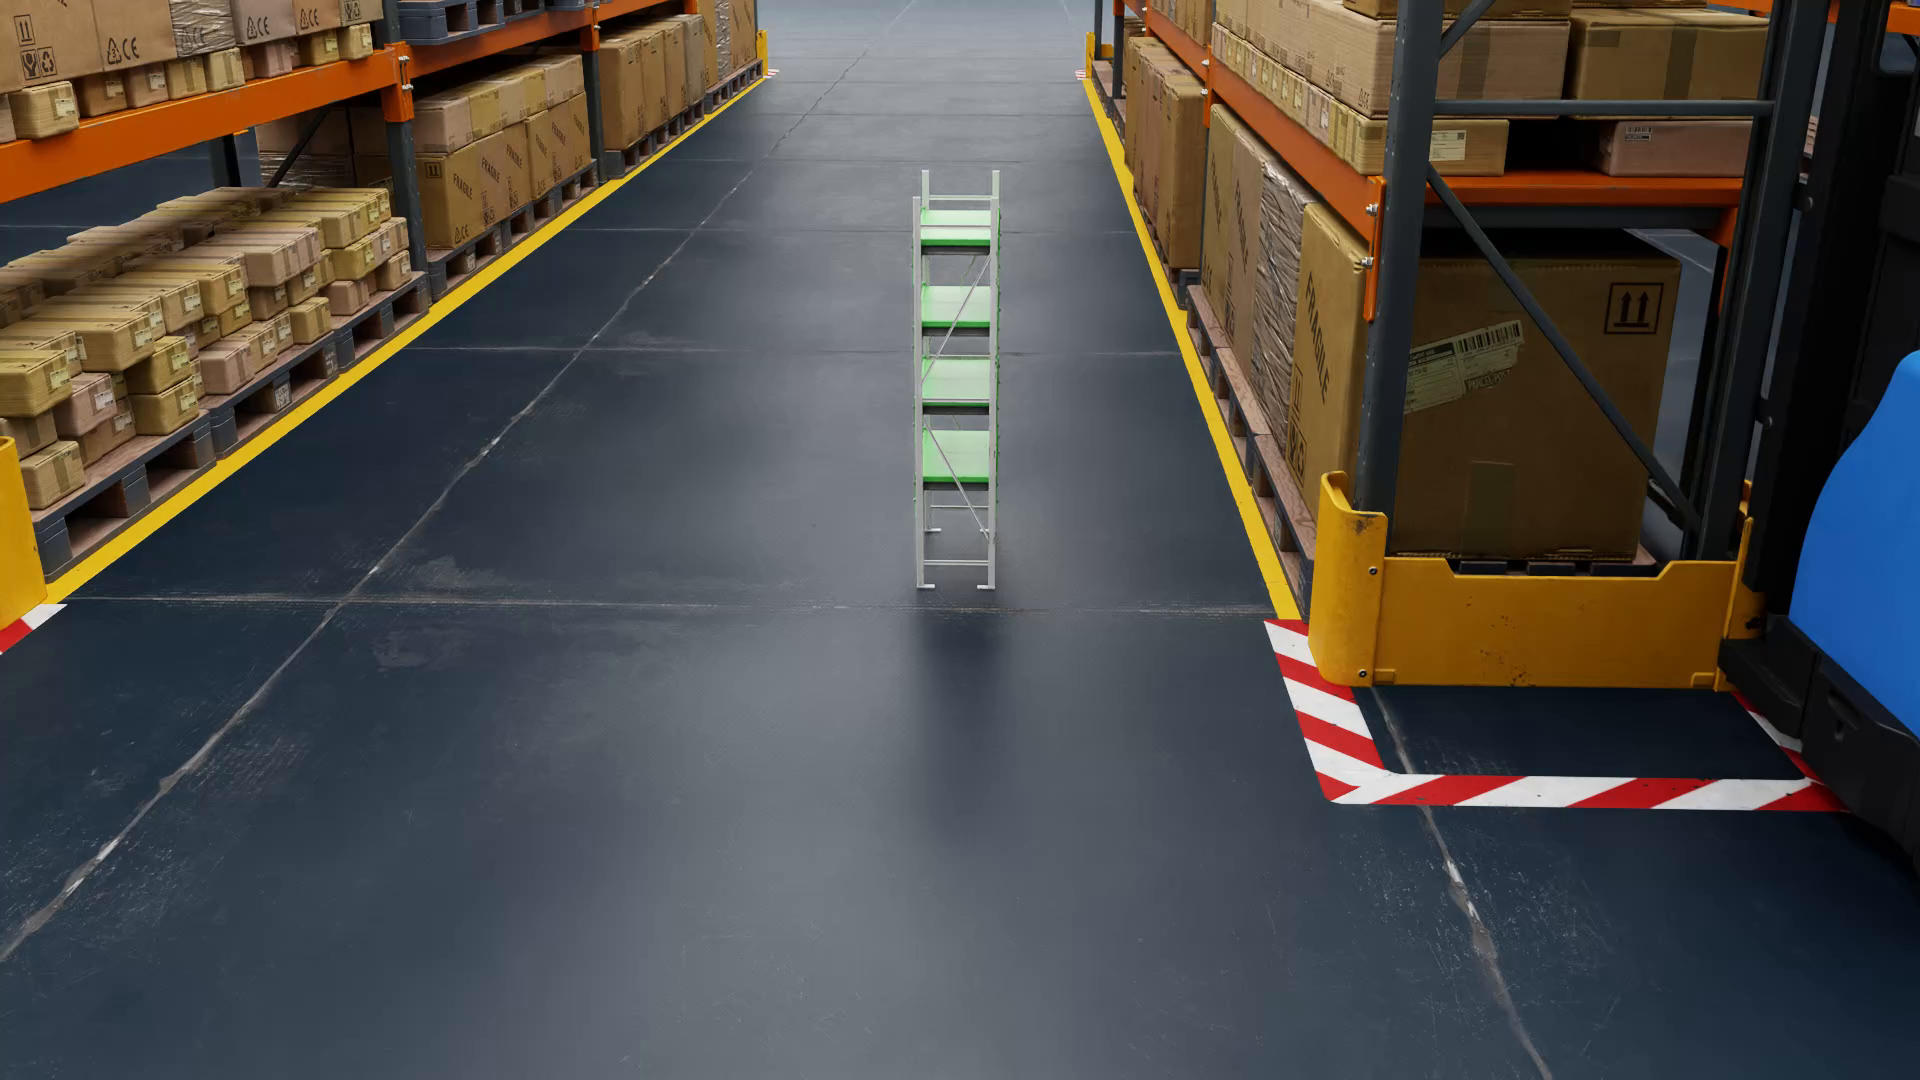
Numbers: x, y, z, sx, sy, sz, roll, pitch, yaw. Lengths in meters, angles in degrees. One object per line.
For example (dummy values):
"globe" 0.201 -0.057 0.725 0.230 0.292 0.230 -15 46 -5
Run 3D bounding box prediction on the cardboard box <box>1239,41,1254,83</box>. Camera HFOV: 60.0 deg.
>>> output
"cardboard box" 1.331 -1.914 6.662 0.380 0.149 0.250 0 21 1

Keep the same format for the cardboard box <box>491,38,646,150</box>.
"cardboard box" -3.023 -3.416 12.715 1.050 0.750 0.750 0 21 1

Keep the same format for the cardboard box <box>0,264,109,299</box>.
"cardboard box" -3.523 -0.965 6.408 0.380 0.149 0.250 0 21 0

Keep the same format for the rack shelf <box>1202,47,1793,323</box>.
"rack shelf" 1.641 -1.454 6.123 1.077 0.370 4.000 1 21 2

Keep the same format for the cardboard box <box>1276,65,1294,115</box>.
"cardboard box" 1.299 -1.544 5.710 0.380 0.149 0.250 1 21 2

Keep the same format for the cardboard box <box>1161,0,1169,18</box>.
"cardboard box" 1.511 -3.461 10.163 0.500 0.500 0.500 0 21 1

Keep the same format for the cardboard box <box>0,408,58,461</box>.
"cardboard box" -3.102 -0.349 5.231 0.380 0.149 0.250 2 21 4

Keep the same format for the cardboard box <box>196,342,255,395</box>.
"cardboard box" -2.988 -0.669 6.466 0.380 0.149 0.250 0 21 -1

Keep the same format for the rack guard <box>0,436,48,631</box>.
"rack guard" -3.372 -0.019 4.887 1.175 0.500 0.348 1 21 2

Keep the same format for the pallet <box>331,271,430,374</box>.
"pallet" -3.238 -1.060 7.969 1.003 0.211 1.213 1 21 2

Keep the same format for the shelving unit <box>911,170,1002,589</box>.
"shelving unit" -0.005 -0.500 5.158 0.258 1.200 0.503 1 21 2

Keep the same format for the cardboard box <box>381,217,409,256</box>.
"cardboard box" -2.945 -1.491 8.175 0.380 0.149 0.250 1 21 3

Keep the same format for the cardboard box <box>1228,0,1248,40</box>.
"cardboard box" 1.405 -2.234 6.937 0.500 0.250 0.500 1 21 1

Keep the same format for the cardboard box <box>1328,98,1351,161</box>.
"cardboard box" 1.268 -1.175 4.758 0.380 0.149 0.250 1 21 2

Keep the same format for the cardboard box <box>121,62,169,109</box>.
"cardboard box" -3.070 -1.625 5.916 0.380 0.149 0.250 0 21 1

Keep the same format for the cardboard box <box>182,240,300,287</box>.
"cardboard box" -2.970 -1.144 6.867 0.380 0.149 0.250 0 21 0

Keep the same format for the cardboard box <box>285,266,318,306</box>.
"cardboard box" -3.025 -1.114 7.203 0.380 0.149 0.250 1 21 3

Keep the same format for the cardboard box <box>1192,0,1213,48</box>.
"cardboard box" 1.443 -2.731 8.282 0.500 0.500 0.500 1 21 2

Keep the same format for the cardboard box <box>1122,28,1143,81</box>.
"cardboard box" 1.947 -5.012 17.174 0.500 0.500 0.500 -1 21 -3

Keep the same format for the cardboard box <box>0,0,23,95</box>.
"cardboard box" -3.085 -1.502 4.703 0.500 0.500 0.500 2 21 4

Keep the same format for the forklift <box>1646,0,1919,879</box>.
"forklift" 2.593 -1.040 4.157 1.130 2.935 3.031 0 21 1

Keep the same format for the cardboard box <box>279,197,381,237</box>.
"cardboard box" -2.972 -1.523 7.846 0.380 0.149 0.250 1 21 2

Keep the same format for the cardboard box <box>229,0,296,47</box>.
"cardboard box" -3.019 -2.243 6.614 0.500 0.500 0.500 1 21 1

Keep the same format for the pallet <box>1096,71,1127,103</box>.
"pallet" 1.964 -4.790 17.583 1.003 0.211 1.213 1 21 2

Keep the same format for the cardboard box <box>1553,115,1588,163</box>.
"cardboard box" 1.927 -1.166 4.736 0.380 0.149 0.250 0 21 1

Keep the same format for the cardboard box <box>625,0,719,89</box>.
"cardboard box" -2.921 -4.928 16.439 0.875 0.875 0.875 1 21 2

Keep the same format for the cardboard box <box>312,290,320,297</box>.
"cardboard box" -3.089 -1.041 7.427 0.380 0.149 0.250 0 21 0

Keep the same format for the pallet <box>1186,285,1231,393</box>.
"pallet" 1.600 -0.938 7.655 1.003 0.211 1.213 1 21 2

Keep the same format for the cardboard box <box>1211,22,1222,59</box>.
"cardboard box" 1.360 -2.292 7.636 0.380 0.149 0.250 1 21 2

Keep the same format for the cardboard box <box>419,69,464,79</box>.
"cardboard box" -3.438 -2.821 10.491 0.500 0.250 0.500 1 21 2

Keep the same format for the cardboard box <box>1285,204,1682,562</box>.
"cardboard box" 1.519 -0.503 5.037 0.875 0.875 0.875 1 21 2

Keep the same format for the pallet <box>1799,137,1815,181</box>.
"pallet" 6.836 -2.884 12.669 1.003 0.211 1.213 1 21 2

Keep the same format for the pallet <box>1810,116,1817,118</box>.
"pallet" 6.911 -3.766 14.943 1.003 0.211 1.213 1 21 2

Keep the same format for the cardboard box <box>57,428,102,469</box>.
"cardboard box" -3.113 -0.305 5.529 0.380 0.149 0.250 1 21 1

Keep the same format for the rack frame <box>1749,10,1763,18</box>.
"rack frame" 6.896 -5.350 15.171 1.000 3.000 0.127 1 21 2

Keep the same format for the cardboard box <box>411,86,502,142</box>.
"cardboard box" -2.953 -2.440 9.510 0.500 0.250 0.500 1 21 3

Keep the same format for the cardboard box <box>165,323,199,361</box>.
"cardboard box" -3.089 -0.725 6.201 0.380 0.149 0.250 0 21 -1

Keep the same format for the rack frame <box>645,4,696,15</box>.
"rack frame" -3.010 -5.496 15.547 1.000 3.000 0.127 1 21 2

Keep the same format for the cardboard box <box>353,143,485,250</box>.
"cardboard box" -2.965 -1.898 9.149 0.500 0.500 0.500 1 21 4

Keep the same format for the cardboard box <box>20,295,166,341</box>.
"cardboard box" -3.070 -0.768 5.900 0.380 0.149 0.250 0 21 -1

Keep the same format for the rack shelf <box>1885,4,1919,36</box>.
"rack shelf" 6.713 -2.845 9.710 1.077 0.370 4.000 1 21 2

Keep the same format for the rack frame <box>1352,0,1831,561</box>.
"rack frame" 1.580 -1.066 4.130 1.000 3.000 0.127 1 21 2

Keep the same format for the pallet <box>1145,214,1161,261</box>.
"pallet" 1.684 -1.934 10.222 1.003 0.211 1.213 1 21 2

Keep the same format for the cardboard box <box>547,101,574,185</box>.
"cardboard box" -2.910 -2.652 11.091 0.500 0.500 0.500 1 21 4

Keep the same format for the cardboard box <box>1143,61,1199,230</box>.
"cardboard box" 1.727 -2.272 9.595 1.225 0.875 0.875 0 21 0

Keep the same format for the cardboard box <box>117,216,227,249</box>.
"cardboard box" -3.482 -1.340 7.373 0.380 0.149 0.250 0 21 0

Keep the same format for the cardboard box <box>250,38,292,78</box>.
"cardboard box" -3.005 -1.999 6.880 0.380 0.149 0.250 0 21 -1

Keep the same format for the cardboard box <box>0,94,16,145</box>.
"cardboard box" -3.071 -1.246 4.941 0.380 0.149 0.250 1 21 4

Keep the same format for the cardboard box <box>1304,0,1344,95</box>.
"cardboard box" 1.346 -1.496 5.035 0.500 0.250 0.500 0 21 1

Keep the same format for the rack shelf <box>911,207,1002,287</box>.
"rack shelf" -0.005 -0.887 5.007 0.258 0.148 0.480 1 21 2

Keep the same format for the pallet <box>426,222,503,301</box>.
"pallet" -3.231 -1.585 9.322 1.003 0.211 1.213 1 21 2

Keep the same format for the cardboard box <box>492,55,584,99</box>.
"cardboard box" -2.890 -3.179 11.415 0.500 0.250 0.500 0 21 0

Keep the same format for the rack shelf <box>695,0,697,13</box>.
"rack shelf" -2.949 -5.884 17.540 1.077 0.370 4.000 1 21 2
